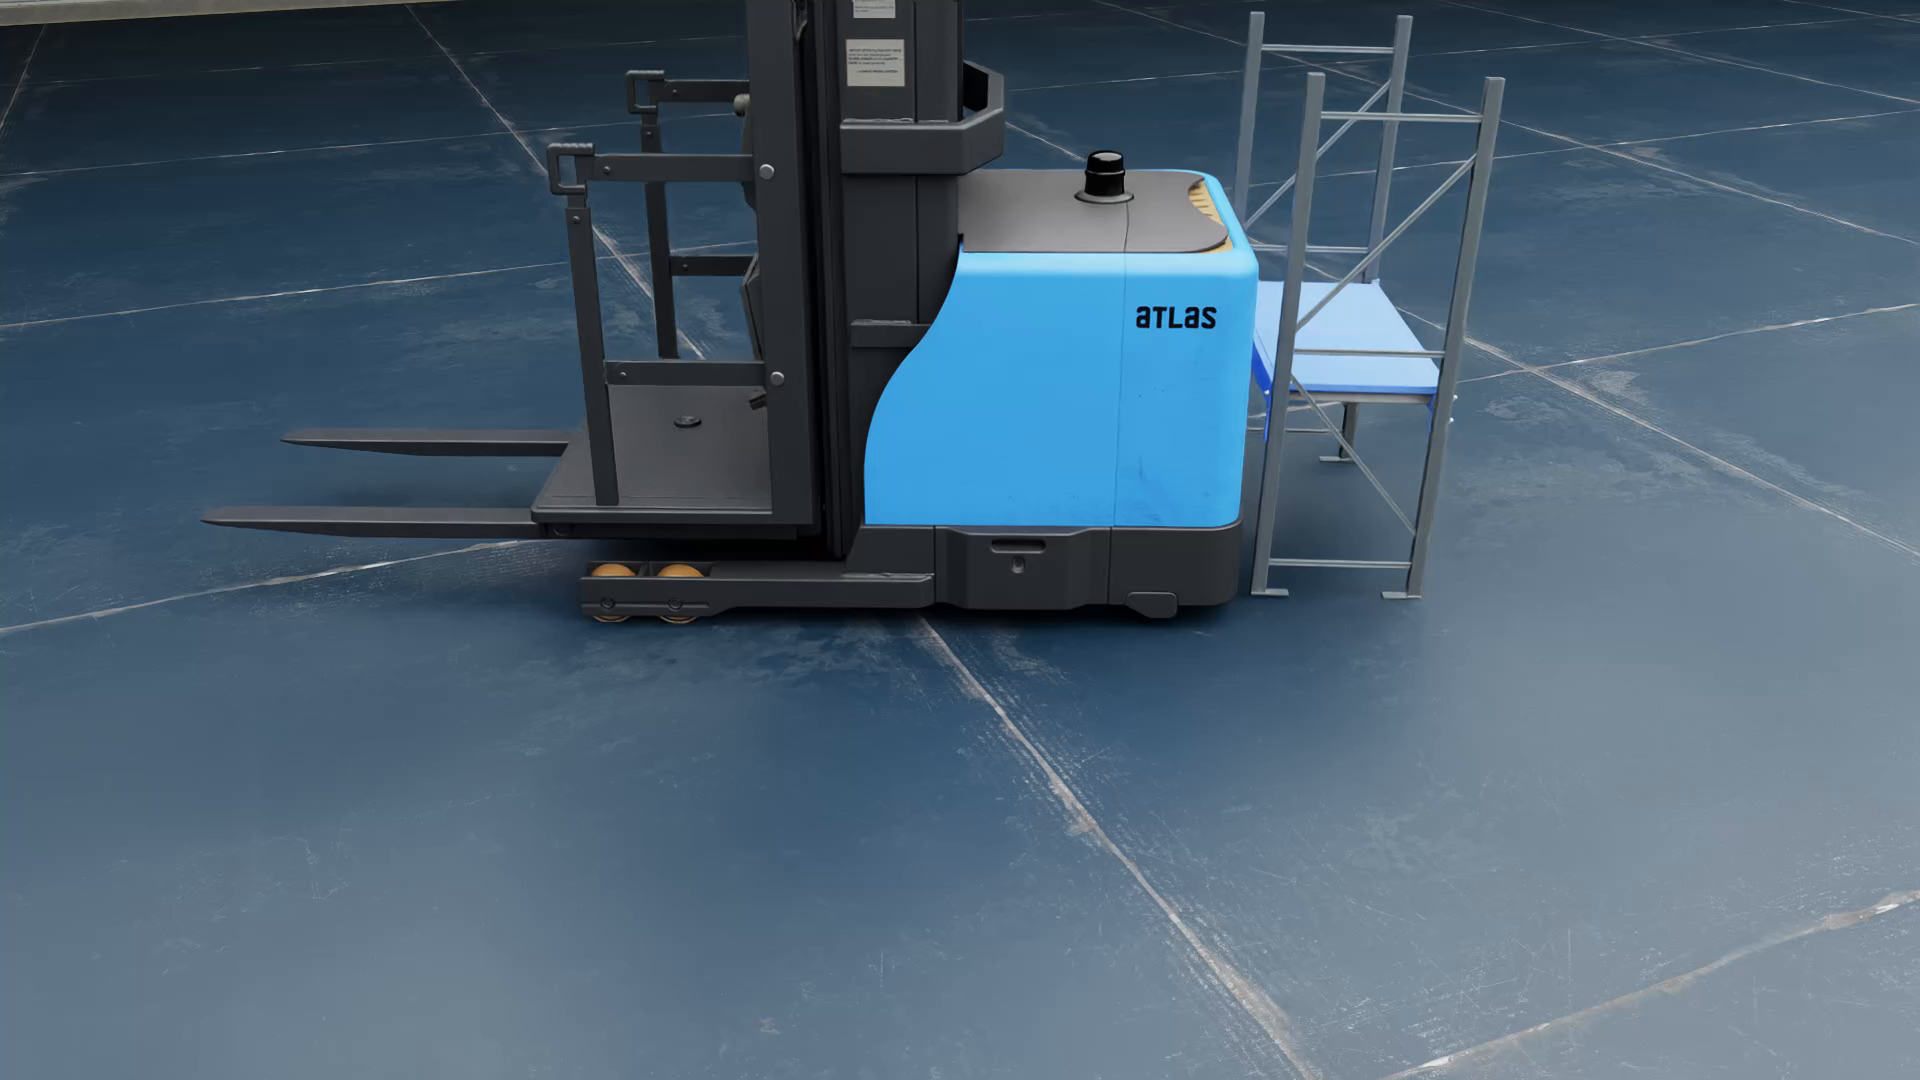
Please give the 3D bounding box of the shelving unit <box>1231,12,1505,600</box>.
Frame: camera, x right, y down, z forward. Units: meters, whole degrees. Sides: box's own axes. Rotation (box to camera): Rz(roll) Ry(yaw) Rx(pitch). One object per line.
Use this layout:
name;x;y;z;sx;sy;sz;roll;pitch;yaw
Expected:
shelving unit;1.129;-0.734;5.032;0.538;1.500;1.048;1;26;0

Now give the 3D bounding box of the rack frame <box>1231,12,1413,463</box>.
rack frame;1.135;-0.957;5.489;0.500;1.500;0.032;1;26;0

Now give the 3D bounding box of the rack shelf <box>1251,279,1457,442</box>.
rack shelf;1.125;-0.573;5.111;0.538;0.185;1.000;1;26;0

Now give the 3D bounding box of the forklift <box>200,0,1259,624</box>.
forklift;-0.707;-1.309;4.590;3.031;2.935;1.130;1;26;1

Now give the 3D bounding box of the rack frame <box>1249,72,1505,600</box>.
rack frame;1.122;-0.511;4.575;0.500;1.500;0.032;1;26;0
